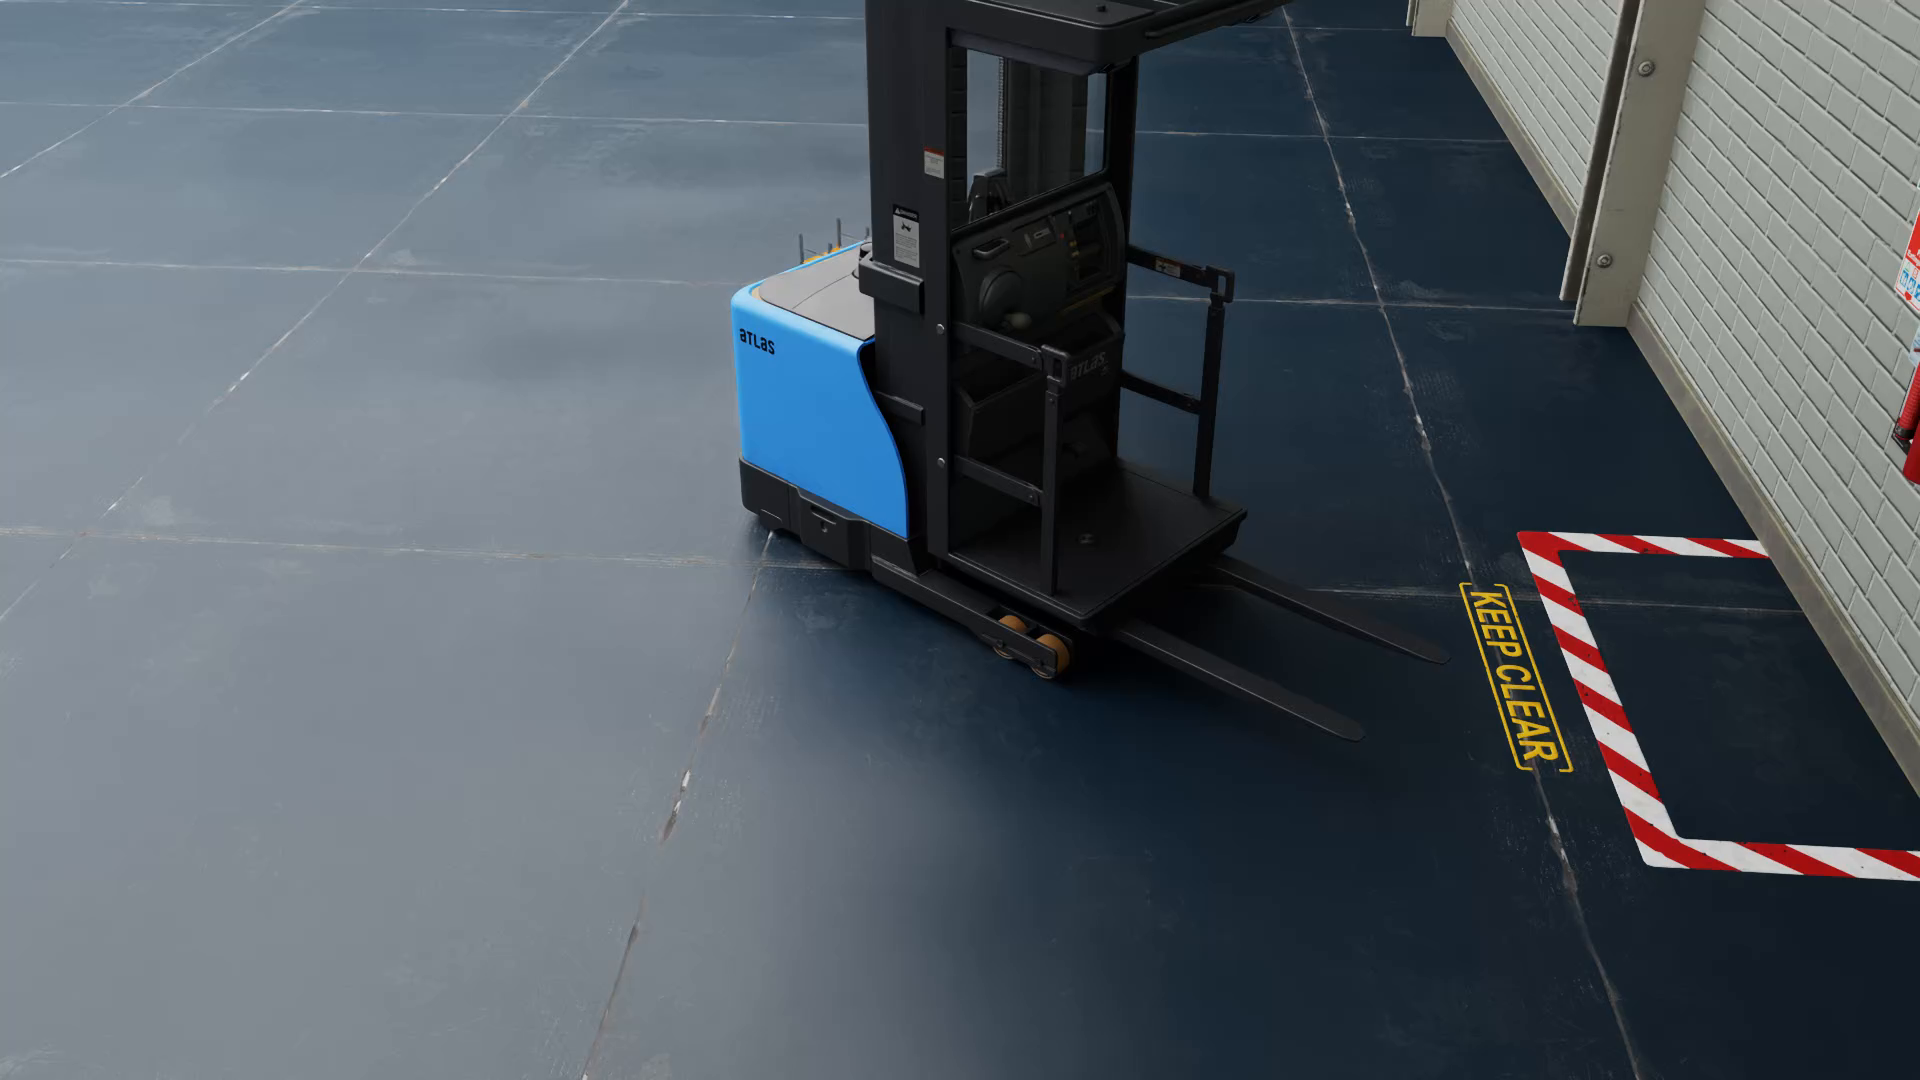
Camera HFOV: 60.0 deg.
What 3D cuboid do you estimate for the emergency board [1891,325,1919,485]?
[{"bbox_3d":[3.315,-0.712,5.547,0.194,1.169,0.643,2,32,4],"label":"emergency board"}]

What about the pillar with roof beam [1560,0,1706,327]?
[{"bbox_3d":[-0.726,-5.297,7.268,9.100,9.000,0.400,2,32,4],"label":"pillar with roof beam"}]

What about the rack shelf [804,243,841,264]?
[{"bbox_3d":[-0.566,-1.183,7.645,0.215,0.259,0.240,23,39,34],"label":"rack shelf"}]

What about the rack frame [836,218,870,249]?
[{"bbox_3d":[-0.484,-0.999,7.865,0.200,1.050,0.008,23,39,34],"label":"rack frame"}]

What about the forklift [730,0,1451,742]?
[{"bbox_3d":[0.465,-1.028,6.124,3.031,2.935,1.130,25,40,35],"label":"forklift"}]

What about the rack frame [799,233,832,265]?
[{"bbox_3d":[-0.642,-0.901,7.708,0.200,1.050,0.008,23,39,34],"label":"rack frame"}]

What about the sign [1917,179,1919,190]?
[{"bbox_3d":[3.454,-1.236,5.857,0.001,0.109,0.331,2,32,4],"label":"sign"}]

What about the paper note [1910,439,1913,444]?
[{"bbox_3d":[3.399,-0.427,5.923,0.016,0.148,0.142,2,32,4],"label":"paper note"}]

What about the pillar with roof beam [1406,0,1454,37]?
[{"bbox_3d":[-0.238,-8.434,12.359,9.100,9.000,0.400,2,32,4],"label":"pillar with roof beam"}]

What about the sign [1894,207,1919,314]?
[{"bbox_3d":[3.463,-1.012,6.000,0.001,0.329,0.234,2,32,4],"label":"sign"}]

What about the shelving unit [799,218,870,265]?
[{"bbox_3d":[-0.563,-0.950,7.786,0.215,1.050,0.252,23,39,34],"label":"shelving unit"}]
